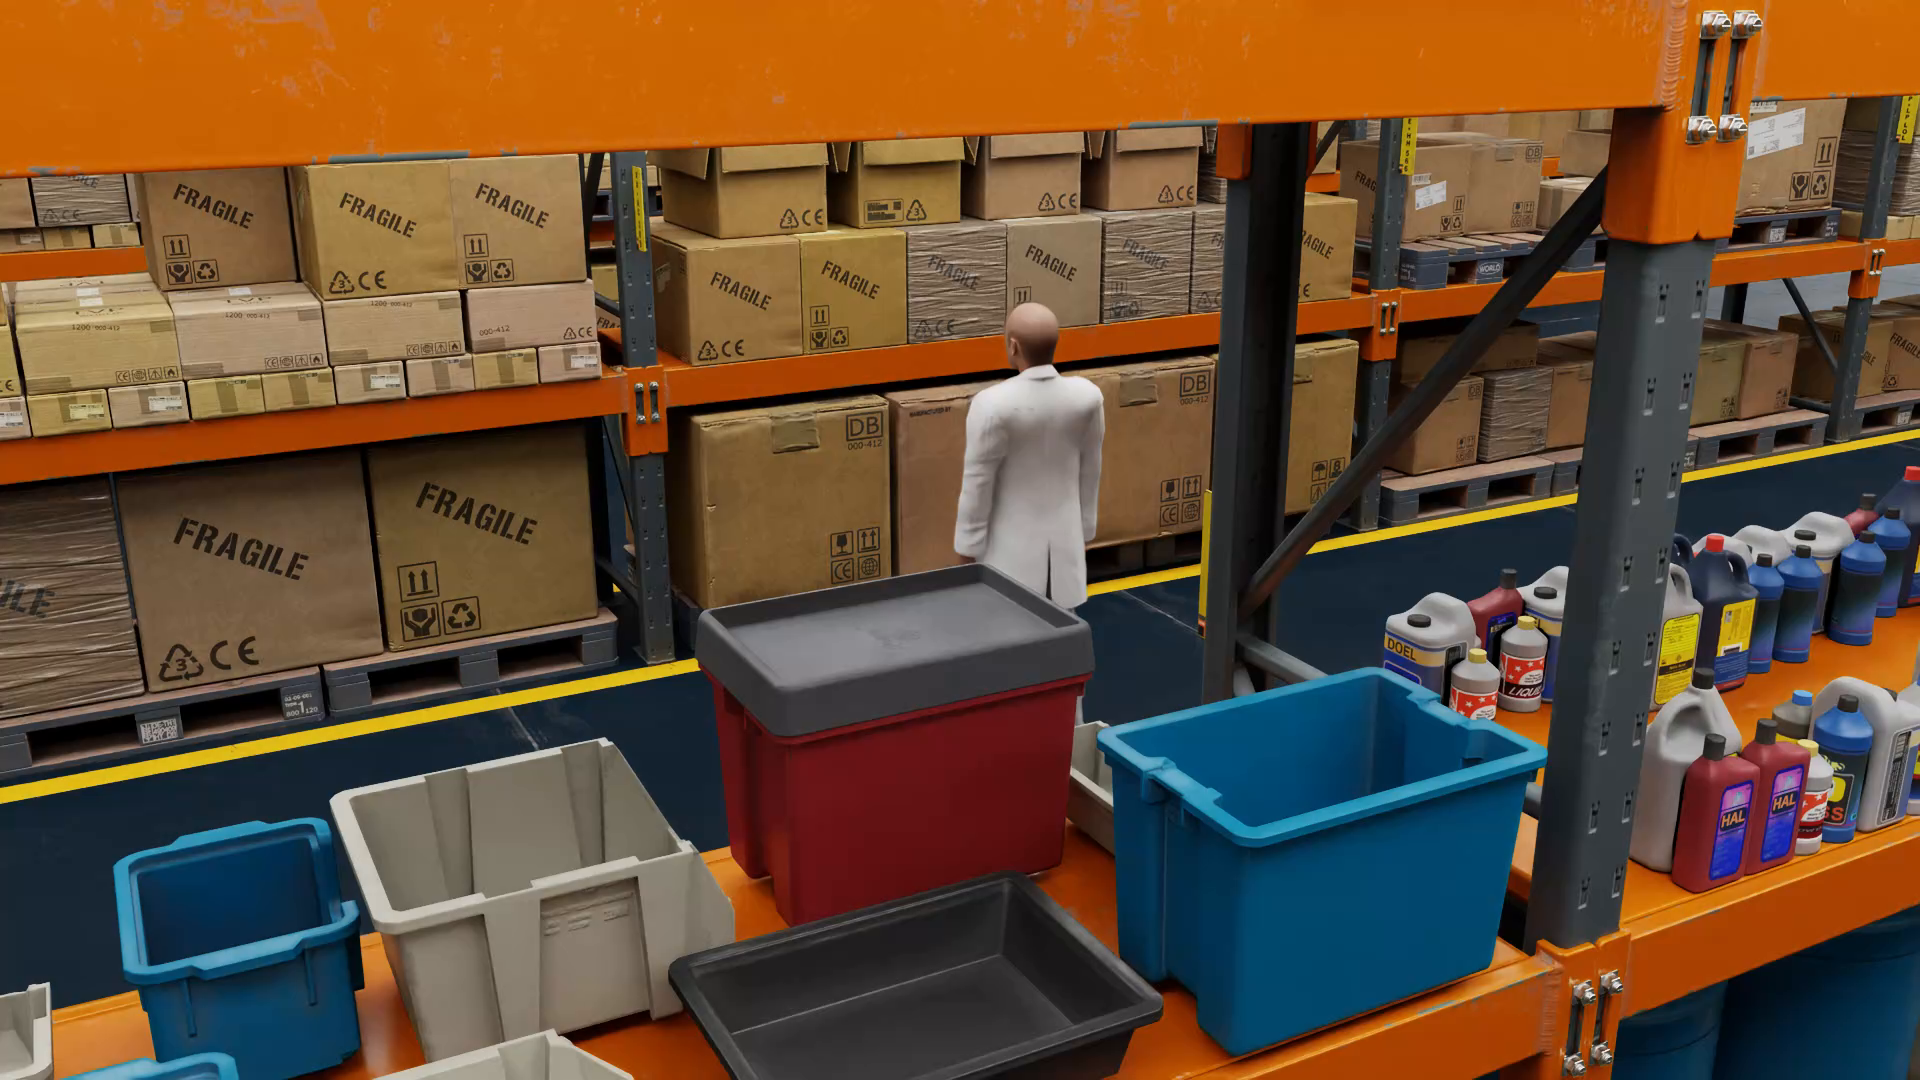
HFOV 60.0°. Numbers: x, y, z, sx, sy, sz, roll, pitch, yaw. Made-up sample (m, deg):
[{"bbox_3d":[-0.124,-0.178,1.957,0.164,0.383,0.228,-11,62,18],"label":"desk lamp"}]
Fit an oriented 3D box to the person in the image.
[{"bbox_3d":[0.230,0.019,6.028,0.560,1.775,0.375,-9,20,-25],"label":"person"}]
